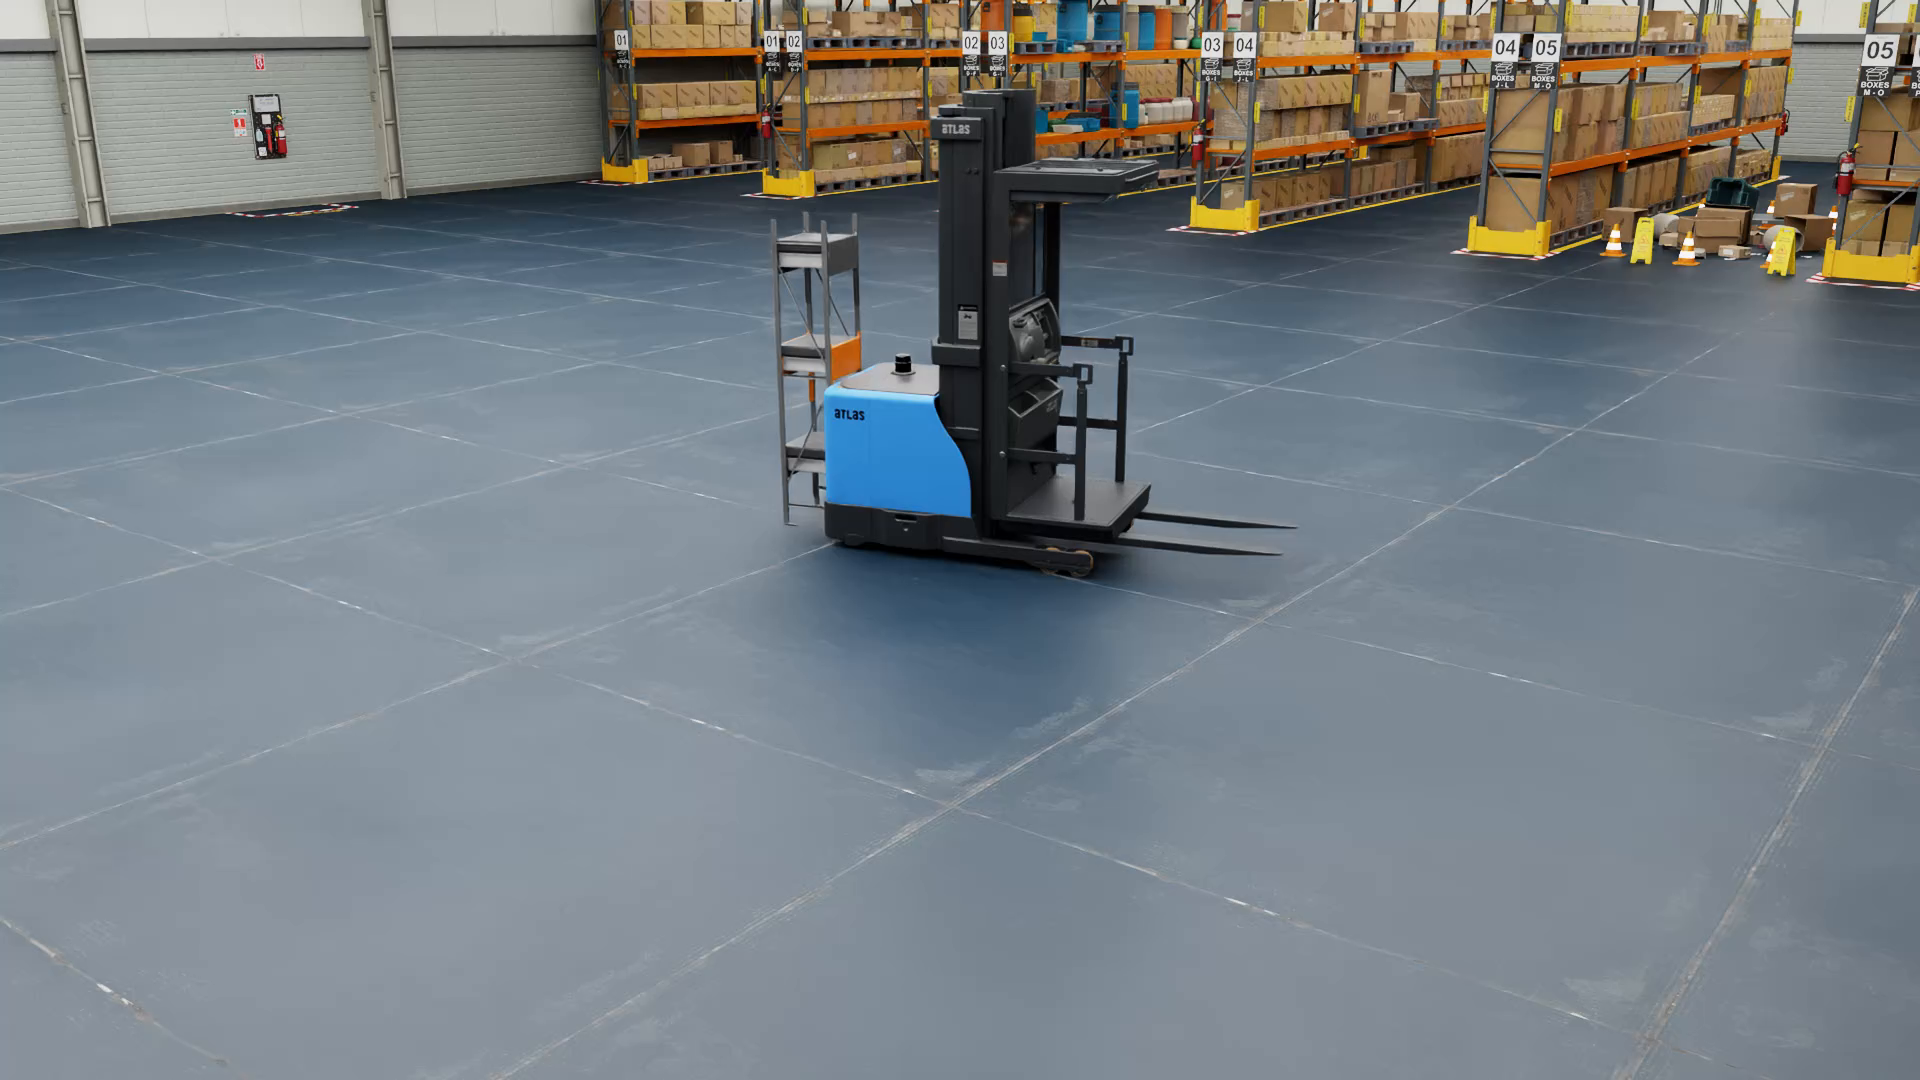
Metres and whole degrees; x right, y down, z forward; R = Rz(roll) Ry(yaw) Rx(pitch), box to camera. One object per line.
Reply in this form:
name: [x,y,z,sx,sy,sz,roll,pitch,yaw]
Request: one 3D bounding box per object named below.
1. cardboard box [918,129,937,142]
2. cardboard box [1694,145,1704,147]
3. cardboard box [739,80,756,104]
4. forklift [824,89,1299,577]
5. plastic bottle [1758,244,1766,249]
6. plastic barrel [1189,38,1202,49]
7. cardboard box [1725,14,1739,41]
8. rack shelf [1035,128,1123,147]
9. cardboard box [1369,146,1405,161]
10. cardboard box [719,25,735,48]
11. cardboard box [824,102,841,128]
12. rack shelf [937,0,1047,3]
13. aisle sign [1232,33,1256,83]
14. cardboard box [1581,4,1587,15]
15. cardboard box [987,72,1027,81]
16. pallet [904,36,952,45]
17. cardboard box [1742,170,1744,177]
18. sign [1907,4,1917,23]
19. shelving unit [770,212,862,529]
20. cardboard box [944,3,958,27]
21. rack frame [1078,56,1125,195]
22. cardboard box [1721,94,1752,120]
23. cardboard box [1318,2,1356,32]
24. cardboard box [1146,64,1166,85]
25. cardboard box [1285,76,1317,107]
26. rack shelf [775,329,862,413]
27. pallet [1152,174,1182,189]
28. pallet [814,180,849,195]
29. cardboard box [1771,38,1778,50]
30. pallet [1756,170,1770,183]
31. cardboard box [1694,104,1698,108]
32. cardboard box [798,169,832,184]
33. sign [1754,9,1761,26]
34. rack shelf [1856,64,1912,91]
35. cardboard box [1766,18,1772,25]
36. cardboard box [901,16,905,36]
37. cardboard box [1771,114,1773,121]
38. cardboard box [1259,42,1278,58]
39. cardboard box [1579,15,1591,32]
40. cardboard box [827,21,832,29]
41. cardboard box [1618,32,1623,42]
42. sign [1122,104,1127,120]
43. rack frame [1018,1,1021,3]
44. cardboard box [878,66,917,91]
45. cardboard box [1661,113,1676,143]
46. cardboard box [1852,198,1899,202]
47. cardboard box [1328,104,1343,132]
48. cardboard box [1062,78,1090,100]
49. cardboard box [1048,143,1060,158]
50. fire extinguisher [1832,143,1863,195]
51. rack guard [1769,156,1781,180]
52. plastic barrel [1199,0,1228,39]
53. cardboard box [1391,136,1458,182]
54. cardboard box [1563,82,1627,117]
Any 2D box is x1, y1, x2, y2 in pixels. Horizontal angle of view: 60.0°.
cardboard box: [-1.127,-11.019,44.585,0.750,0.750,0.750,13,22,36]
cardboard box: [14.888,-7.944,34.010,0.500,0.250,0.500,11,21,32]
cardboard box: [-5.117,-10.458,38.818,0.500,0.500,0.500,12,21,35]
forklift: [0.668,-1.345,10.632,3.031,2.935,1.130,6,18,19]
plastic bottle: [12.534,-4.573,25.867,0.283,0.061,0.133,-16,23,-41]
plastic barrel: [5.150,-10.822,36.239,0.294,0.245,0.294,0,17,0]
cardboard box: [15.226,-10.319,33.479,0.700,0.500,0.500,12,21,35]
rack shelf: [1.681,-7.759,32.384,1.077,0.370,4.000,12,21,35]
cardboard box: [8.551,-7.738,33.312,0.500,0.250,0.500,16,23,41]
cardboard box: [-5.498,-11.537,38.078,0.500,0.500,0.500,10,20,30]
cardboard box: [-2.889,-8.785,34.306,0.700,0.500,0.500,13,22,36]
rack shelf: [0.875,-15.042,46.395,1.077,0.370,4.000,12,21,35]
aisle sign: [4.671,-7.925,27.321,0.394,0.787,0.004,12,21,35]
cardboard box: [9.147,-7.936,24.885,0.380,0.149,0.250,12,21,34]
cardboard box: [1.346,-13.032,47.647,0.980,0.700,0.700,12,21,34]
pallet: [-0.824,-13.349,44.437,0.805,0.209,1.217,11,21,33]
cardboard box: [16.523,-7.849,35.560,0.380,0.149,0.250,11,21,32]
sign: [14.361,-7.917,25.087,0.100,0.325,0.005,12,21,35]
shelving unit: [-0.962,-1.161,11.433,0.431,2.100,0.503,6,18,20]
cardboard box: [-0.383,-11.654,36.937,0.500,0.500,0.500,15,23,40]
rack frame: [2.873,-8.579,33.811,1.000,3.000,0.127,12,21,35]
cardboard box: [16.038,-8.972,34.406,0.500,0.500,0.500,12,21,34]
cardboard box: [6.787,-9.412,29.925,0.500,0.500,0.500,12,21,33]
cardboard box: [5.091,-12.317,43.993,0.500,0.500,0.500,13,22,36]
cardboard box: [5.907,-7.858,29.135,0.500,0.500,0.500,12,21,35]
rack shelf: [-0.962,-1.148,11.437,0.431,0.518,0.480,6,18,20]
pallet: [4.036,-7.733,35.789,1.003,0.211,1.213,12,21,35]
pallet: [-3.065,-7.360,34.589,1.003,0.211,1.213,12,21,35]
cardboard box: [16.960,-10.498,35.188,0.500,0.250,0.500,14,22,37]
pallet: [17.366,-8.124,37.049,1.003,0.211,1.213,12,21,35]
cardboard box: [13.746,-8.261,31.500,0.380,0.149,0.250,12,21,33]
cardboard box: [-2.988,-7.478,34.195,0.500,0.250,0.500,12,21,35]
sign: [15.988,-10.479,33.336,0.100,0.325,0.005,12,21,35]
rack shelf: [13.617,-6.565,23.482,1.077,0.370,4.000,12,21,35]
cardboard box: [16.730,-10.830,34.739,0.380,0.149,0.250,14,22,37]
cardboard box: [-1.844,-13.363,43.250,0.700,0.500,0.500,14,22,37]
cardboard box: [17.641,-9.299,36.553,0.380,0.149,0.250,12,21,34]
cardboard box: [4.962,-8.181,27.725,0.500,0.250,0.500,13,22,36]
cardboard box: [9.185,-7.792,25.096,0.500,0.250,0.500,12,21,34]
cardboard box: [-2.681,-10.613,34.510,0.500,0.311,0.500,16,23,41]
cardboard box: [10.358,-8.038,26.559,0.380,0.149,0.250,13,21,35]
sign: [3.308,-8.611,33.449,0.100,0.325,0.005,12,21,35]
rack frame: [2.066,-16.053,47.763,1.000,3.000,0.127,12,21,35]
cardboard box: [-1.363,-10.016,36.082,0.700,0.500,0.500,13,21,35]
cardboard box: [12.508,-7.411,29.883,0.500,0.500,0.500,12,21,34]
cardboard box: [13.002,-4.607,23.685,0.500,0.500,0.500,13,22,37]
cardboard box: [6.533,-7.797,30.624,0.875,0.500,0.500,12,21,35]
cardboard box: [2.843,-11.360,41.892,0.500,0.500,0.700,-16,23,-42]
cardboard box: [2.088,-9.608,40.597,0.500,0.500,0.500,12,21,33]
fire extinguisher: [11.987,-5.017,22.472,0.296,0.674,0.183,12,21,35]
rack guard: [17.878,-8.449,37.609,1.175,0.500,0.348,12,21,35]
plastic barrel: [5.597,-11.504,36.742,0.600,0.830,0.708,12,21,35]
cardboard box: [9.662,-8.003,34.831,1.225,0.875,0.875,11,21,32]
cardboard box: [10.526,-7.309,27.647,0.875,0.550,0.550,12,21,35]
